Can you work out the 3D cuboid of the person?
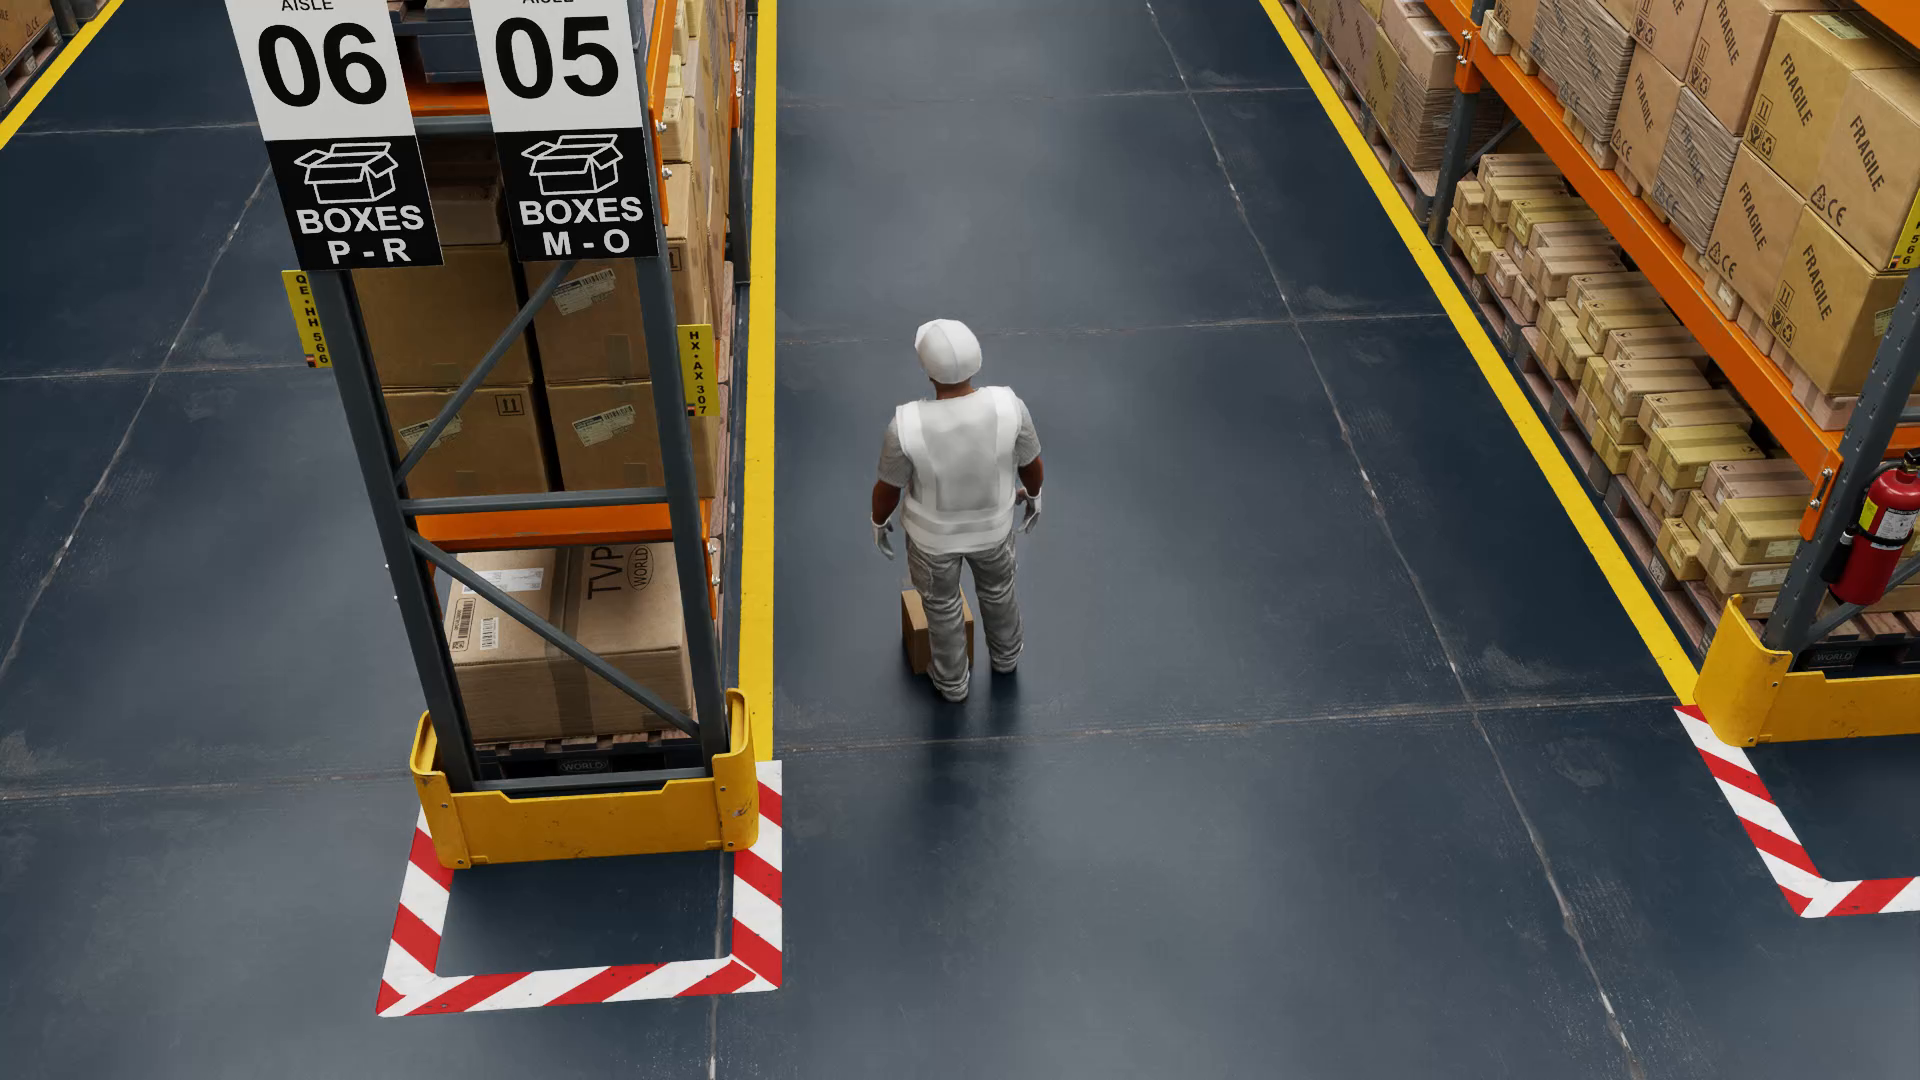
[{"bbox_3d":[-0.020,-0.121,6.274,0.655,1.785,0.574,-8,39,-9],"label":"person"}]
